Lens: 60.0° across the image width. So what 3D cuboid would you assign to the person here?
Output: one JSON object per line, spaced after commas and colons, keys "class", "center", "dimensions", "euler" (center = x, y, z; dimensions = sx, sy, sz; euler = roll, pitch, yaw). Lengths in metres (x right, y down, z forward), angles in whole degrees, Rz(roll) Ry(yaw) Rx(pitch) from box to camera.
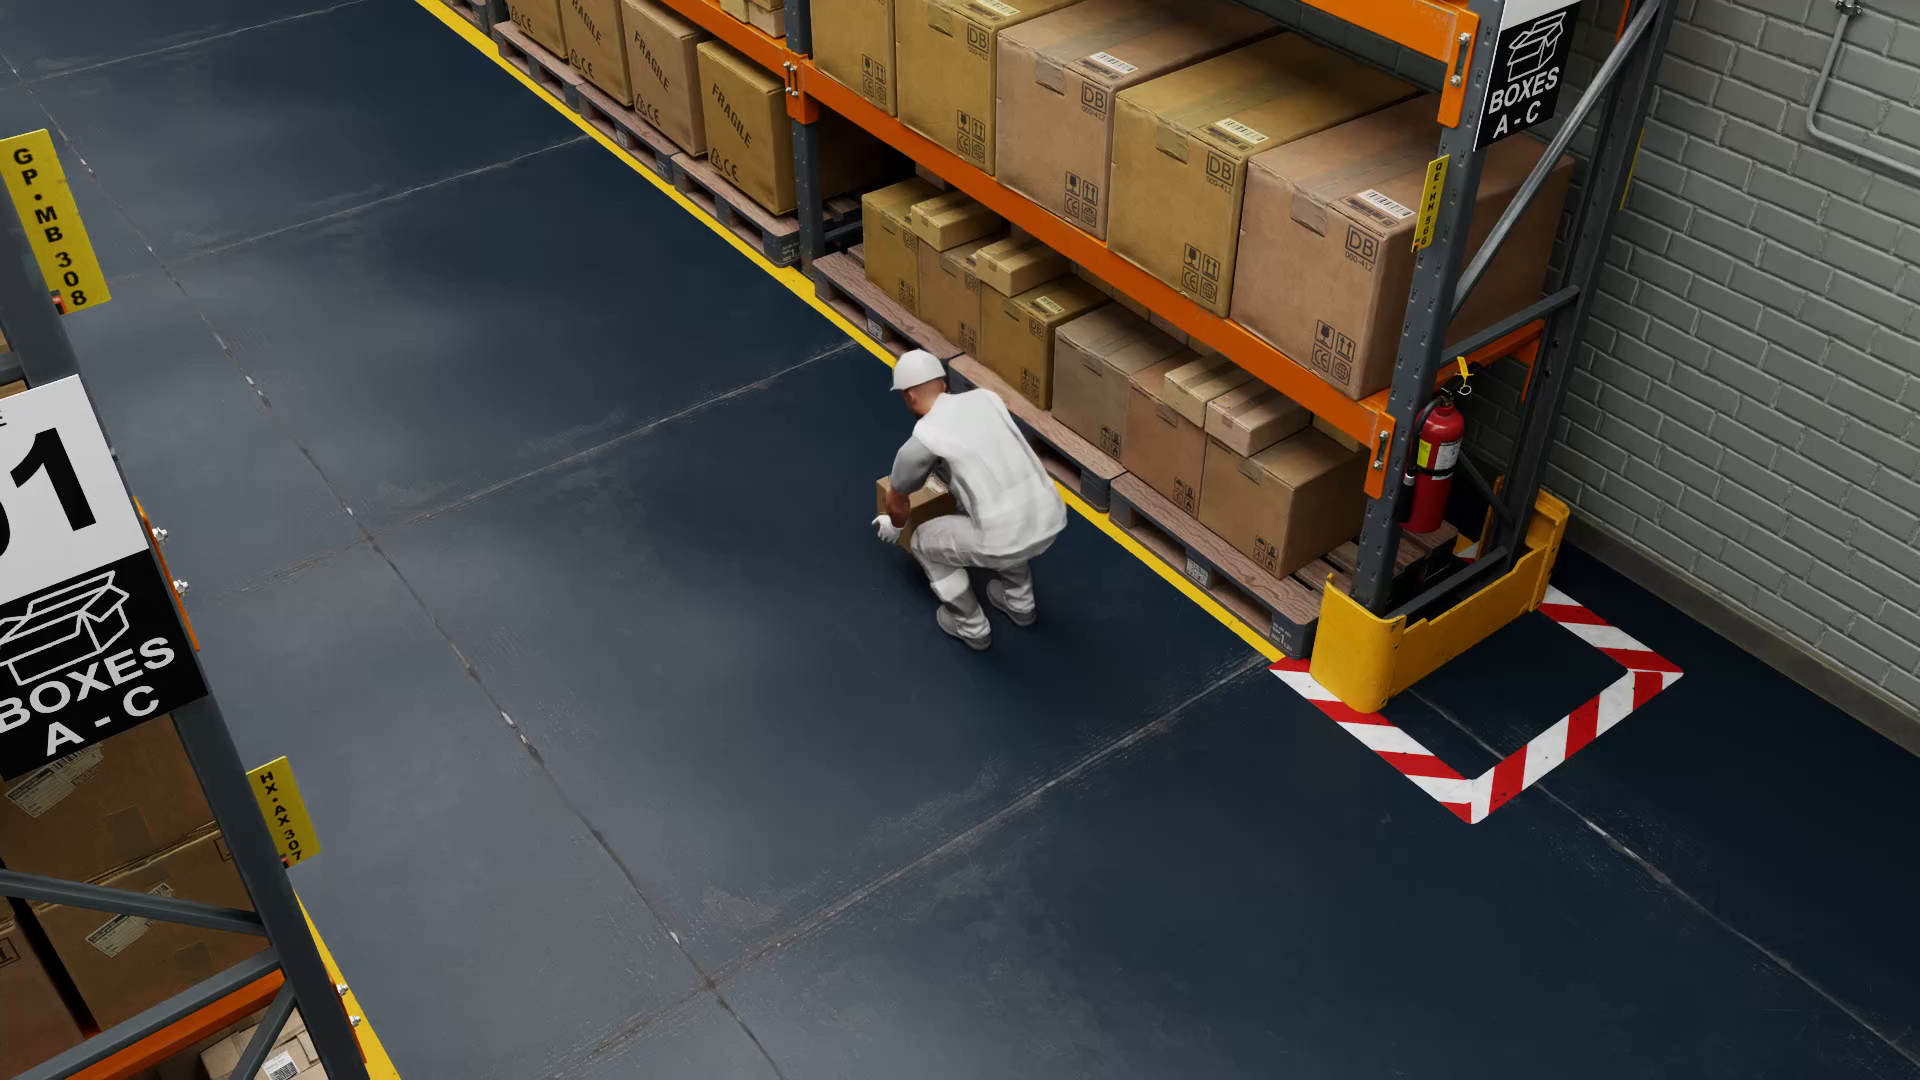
{"class": "person", "center": [0.031, -0.138, 6.774], "dimensions": [0.586, 1.186, 0.845], "euler": [-26, 47, -28]}
